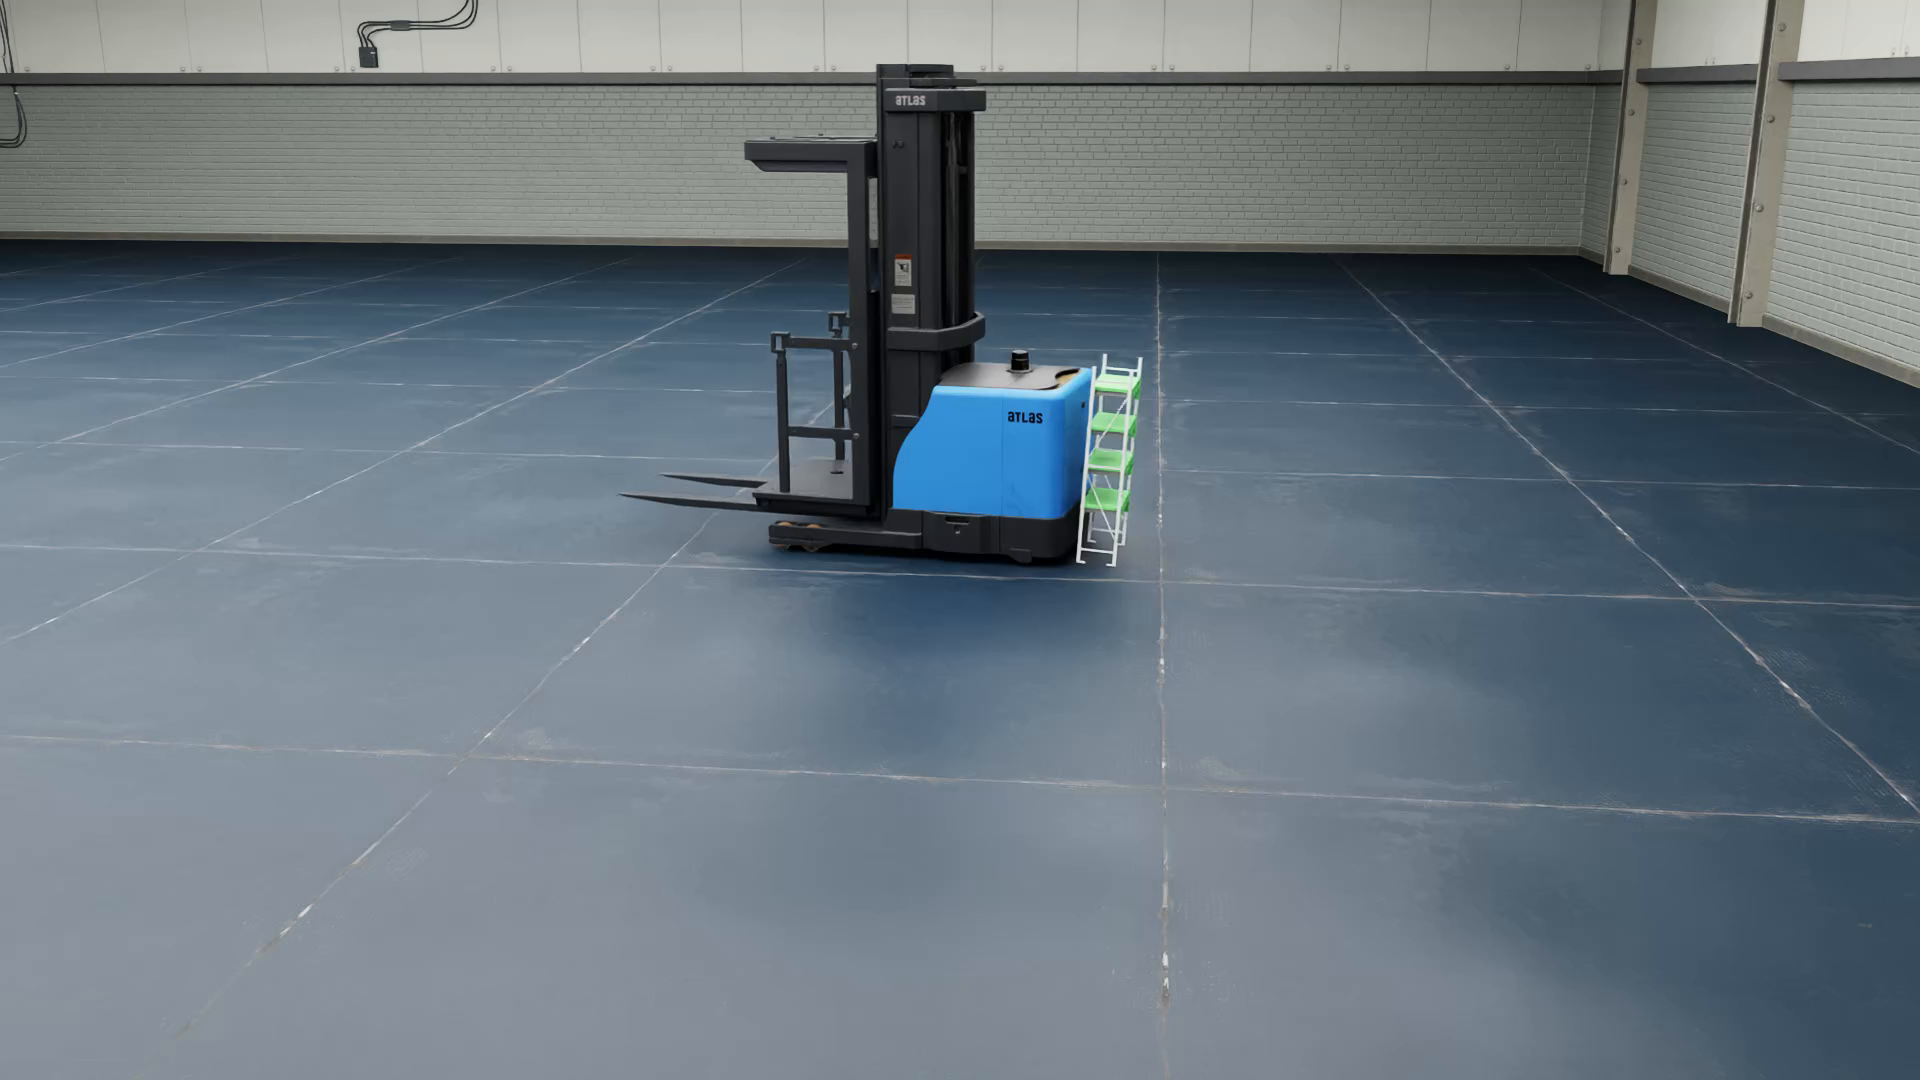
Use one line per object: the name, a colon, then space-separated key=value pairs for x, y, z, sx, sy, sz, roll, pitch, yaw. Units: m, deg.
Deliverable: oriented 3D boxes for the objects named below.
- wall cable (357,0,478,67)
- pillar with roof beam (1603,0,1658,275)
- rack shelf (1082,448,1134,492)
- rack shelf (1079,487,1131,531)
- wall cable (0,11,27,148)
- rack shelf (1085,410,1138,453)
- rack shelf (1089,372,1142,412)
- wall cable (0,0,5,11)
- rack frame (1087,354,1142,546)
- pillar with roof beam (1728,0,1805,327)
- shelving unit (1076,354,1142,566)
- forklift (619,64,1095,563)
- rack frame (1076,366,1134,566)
wall cable: x=-9.871 y=-11.564 z=29.672 sx=2.305 sy=6.003 sz=0.169 roll=2 pitch=15 yaw=6
pillar with roof beam: x=6.073 y=-8.680 z=25.521 sx=9.100 sy=9.000 sz=0.400 roll=2 pitch=15 yaw=6
rack shelf: x=0.909 y=-0.432 z=10.175 sx=0.258 sy=0.148 sz=0.480 roll=7 pitch=16 yaw=11
rack shelf: x=0.894 y=-0.202 z=10.241 sx=0.258 sy=0.148 sz=0.480 roll=7 pitch=16 yaw=11
wall cable: x=-19.302 y=-8.707 z=31.571 sx=3.097 sy=2.526 sz=0.112 roll=2 pitch=15 yaw=6
rack shelf: x=0.924 y=-0.662 z=10.110 sx=0.258 sy=0.148 sz=0.480 roll=7 pitch=16 yaw=11
rack shelf: x=0.939 y=-0.893 z=10.044 sx=0.258 sy=0.148 sz=0.480 roll=7 pitch=16 yaw=11
wall cable: x=-16.614 y=-11.065 z=30.617 sx=3.097 sy=2.526 sz=0.112 roll=2 pitch=15 yaw=6
rack frame: x=0.964 y=-0.556 z=10.388 sx=0.240 sy=1.200 sz=0.015 roll=7 pitch=16 yaw=11
pillar with roof beam: x=5.396 y=-7.123 z=19.766 sx=9.100 sy=9.000 sz=0.400 roll=2 pitch=15 yaw=6
shelving unit: x=0.913 y=-0.493 z=10.158 sx=0.258 sy=1.200 sz=0.503 roll=7 pitch=16 yaw=11
forklift: x=-0.700 y=-1.473 z=10.494 sx=3.031 sy=2.935 sz=1.130 roll=4 pitch=16 yaw=16
rack frame: x=0.862 y=-0.431 z=9.927 sx=0.240 sy=1.200 sz=0.015 roll=7 pitch=16 yaw=11
